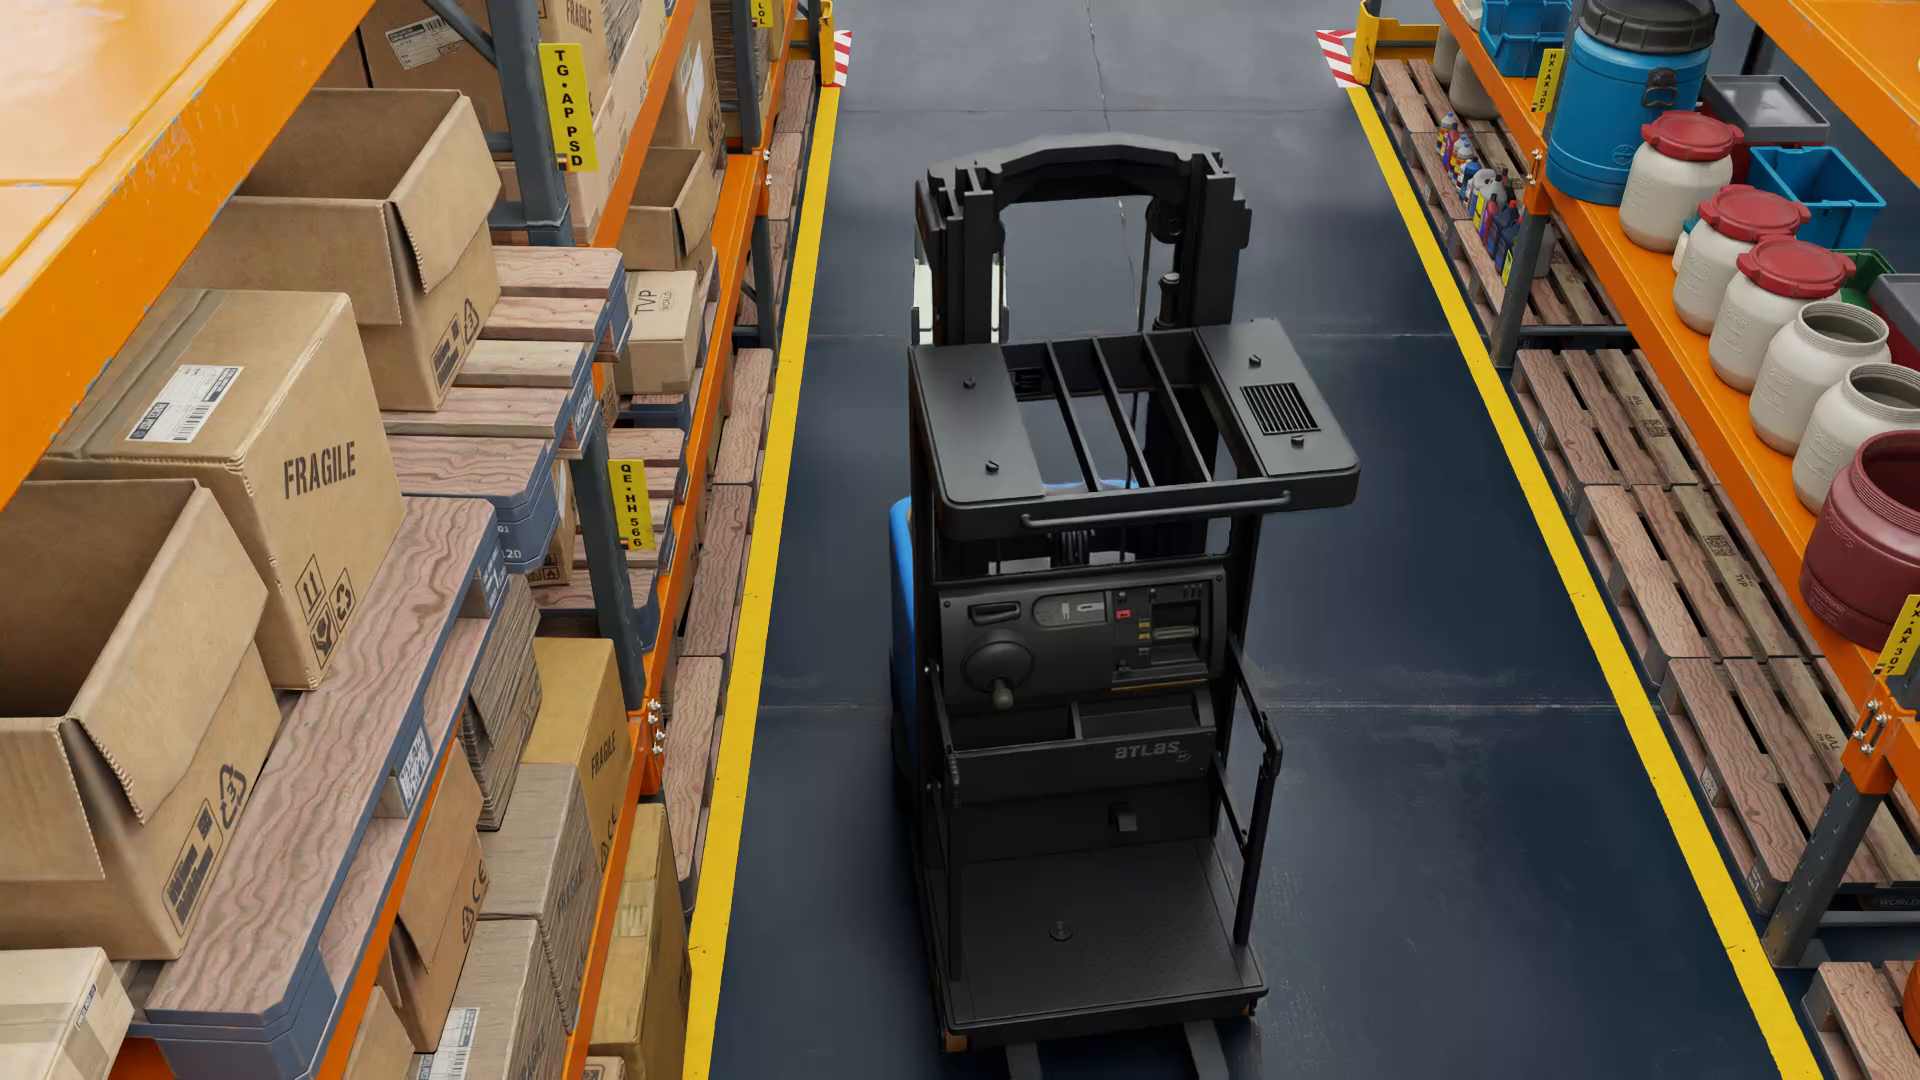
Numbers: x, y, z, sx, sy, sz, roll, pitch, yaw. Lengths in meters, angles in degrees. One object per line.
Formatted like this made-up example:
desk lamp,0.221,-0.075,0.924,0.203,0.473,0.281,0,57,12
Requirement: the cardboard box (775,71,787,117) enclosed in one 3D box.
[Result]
cardboard box,-1.490,-3.071,11.092,0.500,0.500,0.500,10,40,12

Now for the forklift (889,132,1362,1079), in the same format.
forklift,0.432,0.391,5.164,1.130,2.935,3.031,-5,39,-7

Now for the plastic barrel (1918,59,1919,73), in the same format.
plastic barrel,3.218,-1.559,5.255,0.301,0.262,0.301,0,39,0

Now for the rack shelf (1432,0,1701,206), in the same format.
rack shelf,3.446,-3.119,10.064,1.077,0.370,4.000,0,39,0

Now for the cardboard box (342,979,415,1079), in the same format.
cardboard box,-1.510,1.210,3.205,0.797,0.503,0.637,1,39,1

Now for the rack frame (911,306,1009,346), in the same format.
rack frame,0.000,-0.361,7.246,0.400,1.500,0.023,0,39,0

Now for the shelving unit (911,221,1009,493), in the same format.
shelving unit,0.000,-0.589,7.532,0.431,1.500,0.755,0,39,0

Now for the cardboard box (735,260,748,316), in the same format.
cardboard box,-1.465,-1.584,9.237,0.500,0.500,0.500,-1,39,-1

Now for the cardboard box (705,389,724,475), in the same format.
cardboard box,-1.544,-0.659,8.067,0.700,0.500,0.500,0,39,0

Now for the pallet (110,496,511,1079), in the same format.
pallet,-1.442,0.361,2.899,1.003,0.211,1.213,2,39,2

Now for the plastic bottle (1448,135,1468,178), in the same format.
plastic bottle,3.134,-2.409,10.433,0.097,0.271,0.097,0,39,0

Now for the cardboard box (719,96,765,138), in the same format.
cardboard box,-1.204,-2.182,8.521,0.380,0.149,0.250,0,39,0

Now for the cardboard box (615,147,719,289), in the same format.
cardboard box,-1.410,-1.266,6.758,0.797,0.503,0.637,4,39,5

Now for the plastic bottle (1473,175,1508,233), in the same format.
plastic bottle,3.159,-2.012,9.873,0.144,0.351,0.185,0,39,0

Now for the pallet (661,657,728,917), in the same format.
pallet,-1.500,0.955,6.635,1.003,0.211,1.213,0,39,0

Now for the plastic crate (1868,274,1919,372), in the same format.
plastic crate,3.757,-0.683,6.398,0.402,0.464,0.583,0,39,0

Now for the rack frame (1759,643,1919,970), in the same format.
rack frame,3.453,0.352,5.157,1.000,3.000,0.127,0,39,0

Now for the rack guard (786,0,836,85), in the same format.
rack guard,-1.509,-3.624,12.118,1.175,0.500,0.348,0,39,0

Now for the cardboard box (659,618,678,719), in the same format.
cardboard box,-1.534,0.394,6.752,0.700,0.500,0.500,-3,39,-4

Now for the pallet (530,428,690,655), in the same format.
pallet,-1.607,-0.015,5.769,1.213,0.211,1.003,0,39,0

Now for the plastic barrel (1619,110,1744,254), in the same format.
plastic barrel,3.230,-1.604,7.489,0.433,0.535,0.433,0,39,0

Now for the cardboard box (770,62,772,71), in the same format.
cardboard box,-1.229,-2.651,9.106,0.380,0.149,0.250,0,39,0

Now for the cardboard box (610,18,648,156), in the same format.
cardboard box,-1.246,-1.371,5.029,0.500,0.250,0.500,1,39,1

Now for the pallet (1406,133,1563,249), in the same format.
pallet,3.485,-2.246,10.629,1.003,0.211,1.213,0,39,0

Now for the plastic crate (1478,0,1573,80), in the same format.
plastic crate,3.175,-2.783,9.188,0.499,0.251,0.616,0,39,0

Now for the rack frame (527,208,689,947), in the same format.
rack frame,-1.500,0.356,5.153,1.000,3.000,0.127,0,39,0

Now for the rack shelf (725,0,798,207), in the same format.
rack shelf,-1.507,-3.115,10.060,1.077,0.370,4.000,0,39,0

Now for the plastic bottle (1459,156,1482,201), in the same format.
plastic bottle,3.135,-2.220,10.197,0.097,0.271,0.097,0,39,0

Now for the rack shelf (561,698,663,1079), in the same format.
rack shelf,-1.498,1.887,3.817,1.077,0.370,4.000,0,39,0

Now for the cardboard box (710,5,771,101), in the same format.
cardboard box,-1.443,-2.582,8.501,0.875,0.500,0.500,0,39,0

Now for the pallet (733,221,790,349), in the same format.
pallet,-1.541,-1.477,9.670,1.003,0.211,1.213,0,39,0

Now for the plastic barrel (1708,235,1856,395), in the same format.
plastic barrel,3.231,-0.874,6.579,0.433,0.535,0.433,0,39,0

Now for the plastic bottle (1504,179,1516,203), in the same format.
plastic bottle,3.261,-2.001,9.915,0.061,0.283,0.133,0,39,0

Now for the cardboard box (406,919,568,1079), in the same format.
cardboard box,-1.253,1.262,3.942,0.500,0.500,0.500,-1,39,-2

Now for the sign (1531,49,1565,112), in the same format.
sign,2.898,-2.264,8.200,0.100,0.325,0.005,0,39,0

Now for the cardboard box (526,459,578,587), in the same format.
cardboard box,-1.541,-0.185,5.411,0.500,0.500,0.500,-5,39,-6

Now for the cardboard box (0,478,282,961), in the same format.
cardboard box,-1.476,0.259,2.457,0.797,0.503,0.637,-1,39,-1

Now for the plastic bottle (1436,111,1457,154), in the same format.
plastic bottle,3.134,-2.623,10.700,0.097,0.271,0.097,0,39,0

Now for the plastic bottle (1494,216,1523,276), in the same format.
plastic bottle,3.159,-1.690,9.472,0.144,0.351,0.185,-1,39,-1

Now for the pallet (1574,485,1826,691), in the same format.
pallet,3.492,0.195,7.583,1.003,0.211,1.213,0,39,0

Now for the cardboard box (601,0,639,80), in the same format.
cardboard box,-1.240,-1.660,4.790,0.500,0.500,0.500,0,39,0

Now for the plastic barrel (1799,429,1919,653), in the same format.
plastic barrel,3.149,0.009,5.476,0.600,0.536,0.708,0,39,0

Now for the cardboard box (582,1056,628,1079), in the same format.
cardboard box,-1.527,2.010,4.452,1.225,0.875,0.875,0,39,0

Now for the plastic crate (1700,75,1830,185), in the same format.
plastic crate,3.755,-1.871,7.881,0.402,0.464,0.583,0,39,0
